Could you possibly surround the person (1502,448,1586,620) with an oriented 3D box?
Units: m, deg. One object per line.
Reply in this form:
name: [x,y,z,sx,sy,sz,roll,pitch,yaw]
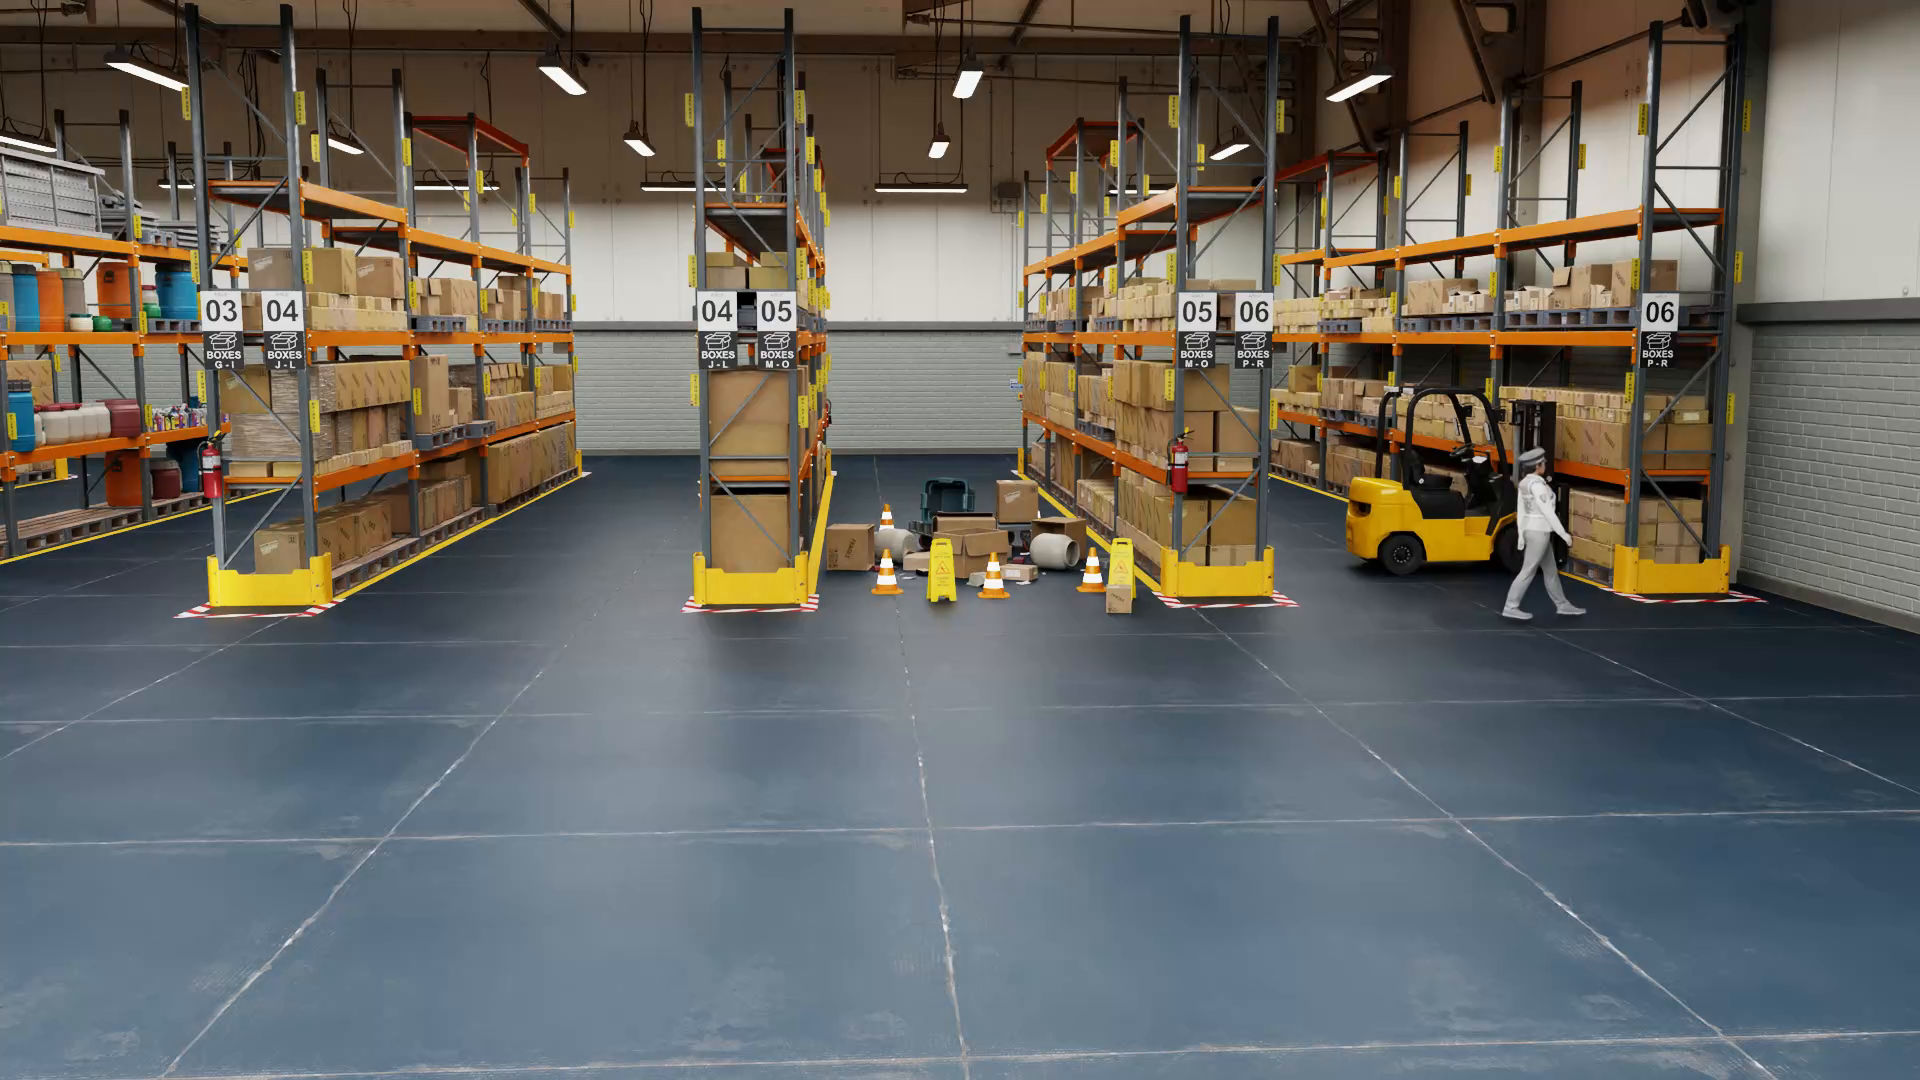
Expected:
person: [5.687,-0.062,16.046,0.850,1.656,0.490,1,7,5]
